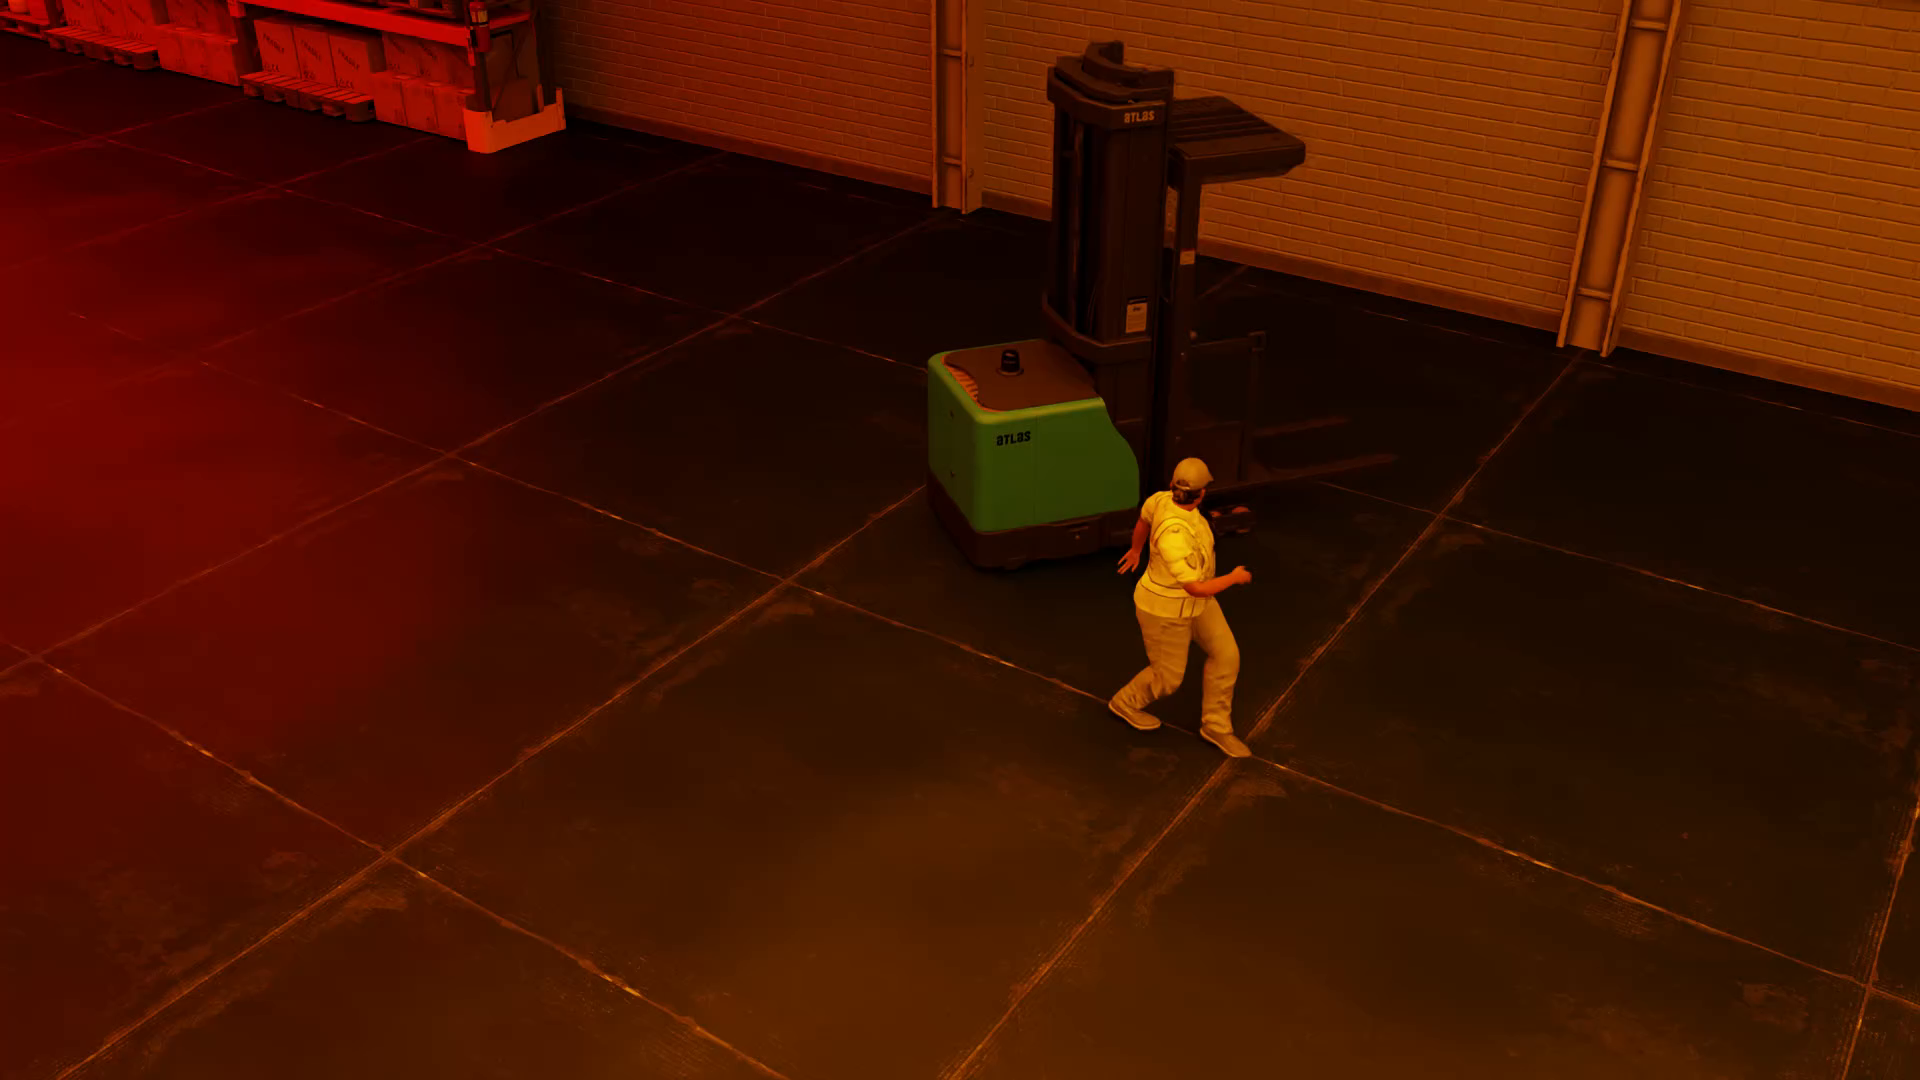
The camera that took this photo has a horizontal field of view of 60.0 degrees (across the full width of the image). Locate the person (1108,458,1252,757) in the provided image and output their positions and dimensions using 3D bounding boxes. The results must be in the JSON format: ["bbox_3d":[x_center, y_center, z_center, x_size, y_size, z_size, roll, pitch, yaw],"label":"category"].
[{"bbox_3d":[1.119,0.330,8.387,0.891,1.621,0.514,17,34,26],"label":"person"}]

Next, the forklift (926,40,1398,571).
[{"bbox_3d":[1.357,-1.520,10.199,3.031,2.935,1.130,-10,32,-17],"label":"forklift"}]
